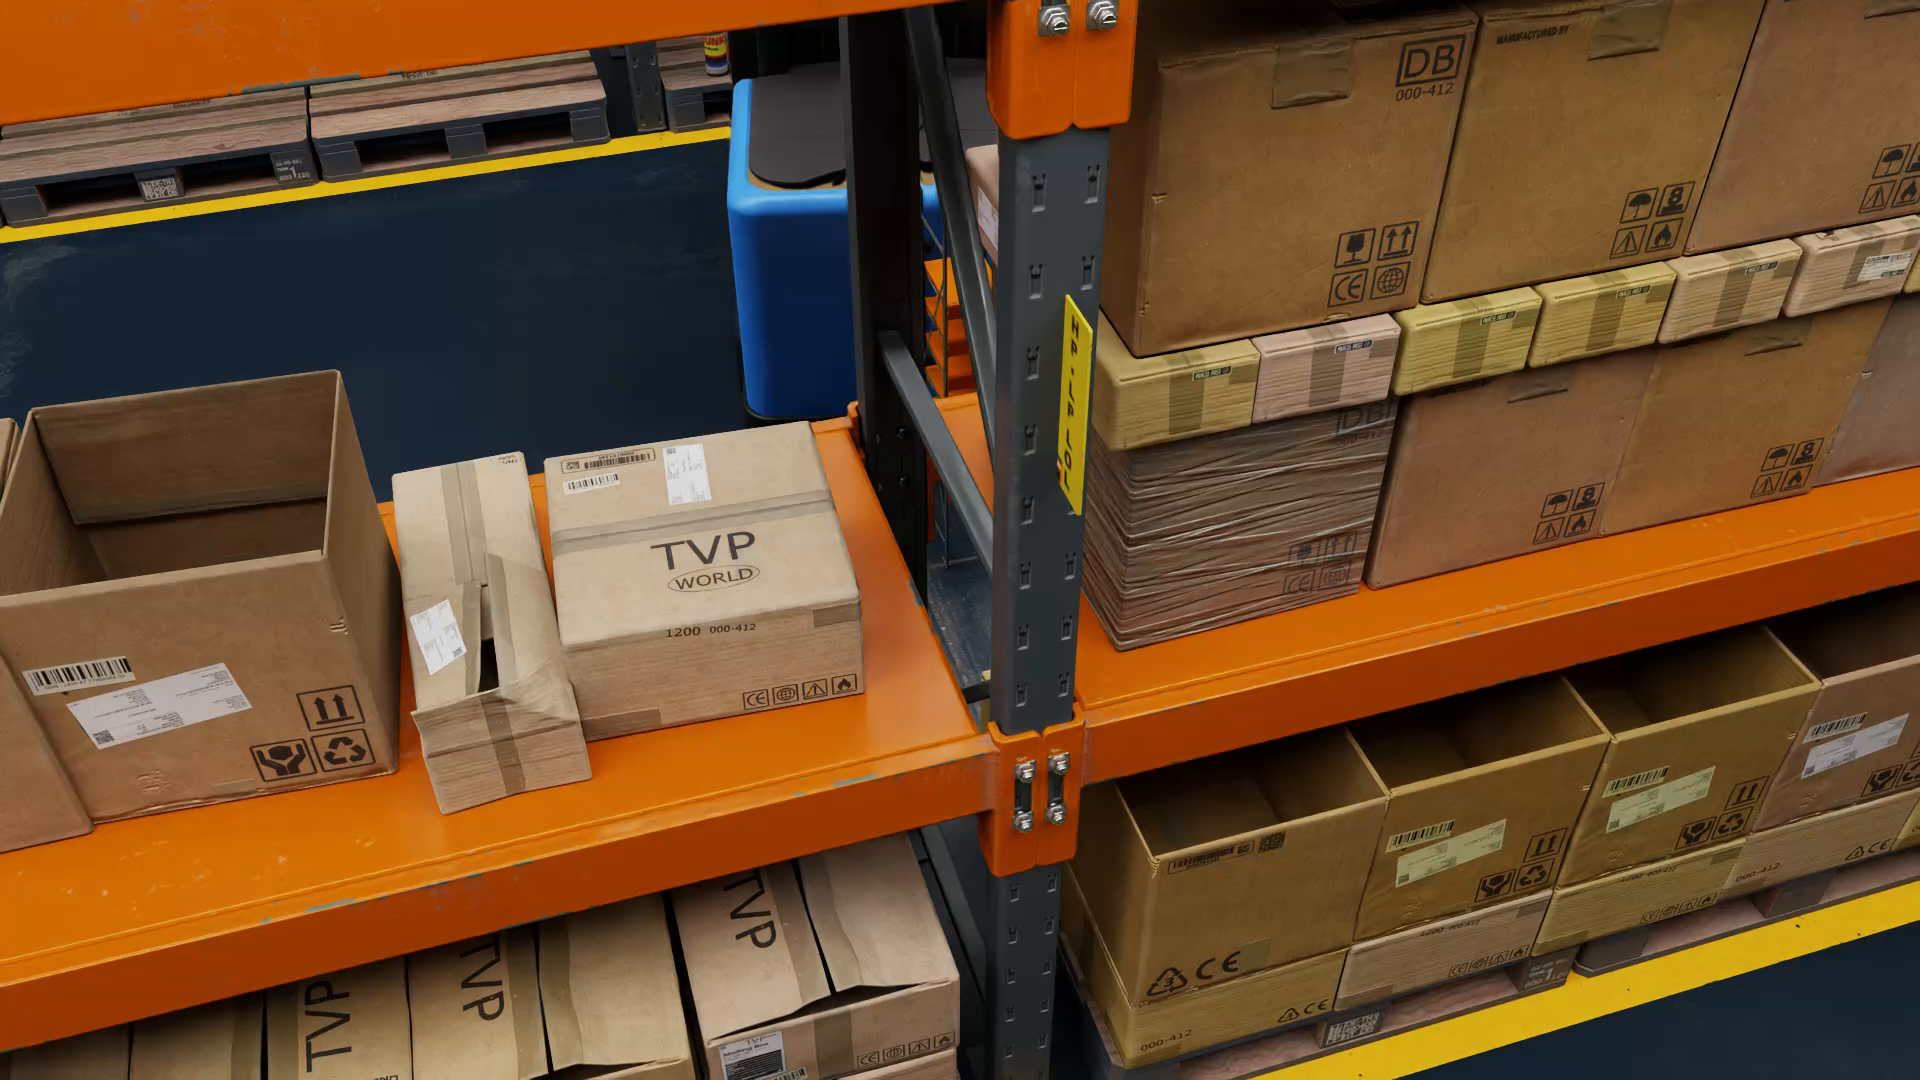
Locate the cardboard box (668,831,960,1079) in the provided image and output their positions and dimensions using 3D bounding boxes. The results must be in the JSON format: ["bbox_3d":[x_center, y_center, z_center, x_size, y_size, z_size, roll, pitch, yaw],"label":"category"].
[{"bbox_3d":[-0.312,0.806,3.392,0.500,0.311,0.500,-12,42,-13],"label":"cardboard box"}]

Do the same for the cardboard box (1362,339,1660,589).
[{"bbox_3d":[0.911,-0.358,3.304,0.500,0.500,0.700,-12,43,-14],"label":"cardboard box"}]

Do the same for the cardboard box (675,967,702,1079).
[{"bbox_3d":[-0.803,1.120,3.459,0.500,0.250,0.500,-12,43,-14],"label":"cardboard box"}]

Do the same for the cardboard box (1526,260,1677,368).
[{"bbox_3d":[1.037,-0.488,2.960,0.250,0.149,0.380,-12,43,-13],"label":"cardboard box"}]

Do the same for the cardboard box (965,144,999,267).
[{"bbox_3d":[0.183,-0.591,3.077,0.250,0.149,0.380,-12,42,-13],"label":"cardboard box"}]

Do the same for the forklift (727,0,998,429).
[{"bbox_3d":[-0.272,-2.260,5.609,1.130,2.935,3.031,-3,41,-3],"label":"forklift"}]

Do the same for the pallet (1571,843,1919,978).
[{"bbox_3d":[1.925,0.555,4.454,1.213,0.211,1.003,-12,42,-13],"label":"pallet"}]

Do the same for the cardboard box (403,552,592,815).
[{"bbox_3d":[-0.795,0.219,2.821,0.258,0.266,0.396,-13,43,-14],"label":"cardboard box"}]

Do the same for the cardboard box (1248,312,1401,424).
[{"bbox_3d":[0.542,-0.384,2.840,0.250,0.149,0.380,-11,42,-12],"label":"cardboard box"}]

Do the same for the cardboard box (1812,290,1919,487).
[{"bbox_3d":[1.879,-0.557,3.531,0.500,0.500,0.700,-11,42,-12],"label":"cardboard box"}]

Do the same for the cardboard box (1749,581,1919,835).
[{"bbox_3d":[1.955,0.282,3.849,0.500,0.500,0.500,-12,42,-13],"label":"cardboard box"}]

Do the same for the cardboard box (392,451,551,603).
[{"bbox_3d":[-0.918,0.021,3.137,0.250,0.149,0.380,-12,42,-13],"label":"cardboard box"}]

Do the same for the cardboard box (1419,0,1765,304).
[{"bbox_3d":[0.891,-0.839,2.868,0.500,0.500,0.700,-12,43,-13],"label":"cardboard box"}]

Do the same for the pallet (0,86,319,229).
[{"bbox_3d":[-3.399,-1.756,7.100,1.213,0.211,1.003,-12,42,-13],"label":"pallet"}]

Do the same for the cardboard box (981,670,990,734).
[{"bbox_3d":[0.365,0.528,4.136,0.500,0.250,0.500,-12,42,-13],"label":"cardboard box"}]

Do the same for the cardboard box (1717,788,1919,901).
[{"bbox_3d":[1.954,0.562,4.098,0.500,0.250,0.500,-12,42,-13],"label":"cardboard box"}]

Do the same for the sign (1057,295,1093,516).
[{"bbox_3d":[0.160,-0.188,2.365,0.005,0.325,0.100,-12,42,-13],"label":"sign"}]

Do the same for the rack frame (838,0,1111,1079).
[{"bbox_3d":[-0.012,-0.120,3.108,0.127,3.000,1.000,-12,42,-13],"label":"rack frame"}]

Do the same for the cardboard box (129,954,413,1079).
[{"bbox_3d":[-1.283,1.010,3.159,0.500,0.311,0.500,-12,43,-13],"label":"cardboard box"}]

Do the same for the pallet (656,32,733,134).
[{"bbox_3d":[-0.843,-2.286,7.706,1.213,0.211,1.003,-12,42,-13],"label":"pallet"}]

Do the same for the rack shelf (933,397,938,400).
[{"bbox_3d":[0.014,-0.331,4.967,0.180,0.103,0.258,-12,42,-13],"label":"rack shelf"}]

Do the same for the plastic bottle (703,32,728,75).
[{"bbox_3d":[-1.061,-2.156,7.177,0.097,0.271,0.097,0,41,0],"label":"plastic bottle"}]

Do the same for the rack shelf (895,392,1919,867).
[{"bbox_3d":[1.896,-0.245,3.797,4.000,0.370,1.077,-12,42,-13],"label":"rack shelf"}]

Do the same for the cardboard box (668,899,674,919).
[{"bbox_3d":[-0.471,0.681,3.961,0.500,0.250,0.500,-13,43,-14],"label":"cardboard box"}]

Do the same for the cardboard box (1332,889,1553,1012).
[{"bbox_3d":[1.000,0.760,3.871,0.500,0.250,0.500,-12,42,-13],"label":"cardboard box"}]

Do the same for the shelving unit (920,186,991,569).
[{"bbox_3d":[0.014,-0.455,4.859,0.189,1.200,0.258,-12,42,-13],"label":"shelving unit"}]

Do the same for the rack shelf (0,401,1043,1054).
[{"bbox_3d":[-1.919,0.546,2.892,4.000,0.370,1.077,-12,42,-13],"label":"rack shelf"}]

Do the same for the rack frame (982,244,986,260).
[{"bbox_3d":[0.101,-0.473,4.879,0.006,1.200,0.240,-12,42,-13],"label":"rack frame"}]

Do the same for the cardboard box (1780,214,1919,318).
[{"bbox_3d":[1.531,-0.591,3.078,0.250,0.149,0.380,-13,43,-14],"label":"cardboard box"}]

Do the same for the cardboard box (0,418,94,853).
[{"bbox_3d":[-1.729,0.187,2.681,0.500,0.500,0.500,-12,42,-13],"label":"cardboard box"}]

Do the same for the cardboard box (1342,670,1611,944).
[{"bbox_3d":[0.999,0.476,3.626,0.500,0.500,0.500,-12,42,-13],"label":"cardboard box"}]

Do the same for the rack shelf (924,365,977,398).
[{"bbox_3d":[0.014,-0.421,4.888,0.180,0.103,0.258,-12,42,-13],"label":"rack shelf"}]

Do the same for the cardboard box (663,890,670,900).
[{"bbox_3d":[-0.481,0.471,3.775,0.500,0.311,0.500,-12,42,-13],"label":"cardboard box"}]
